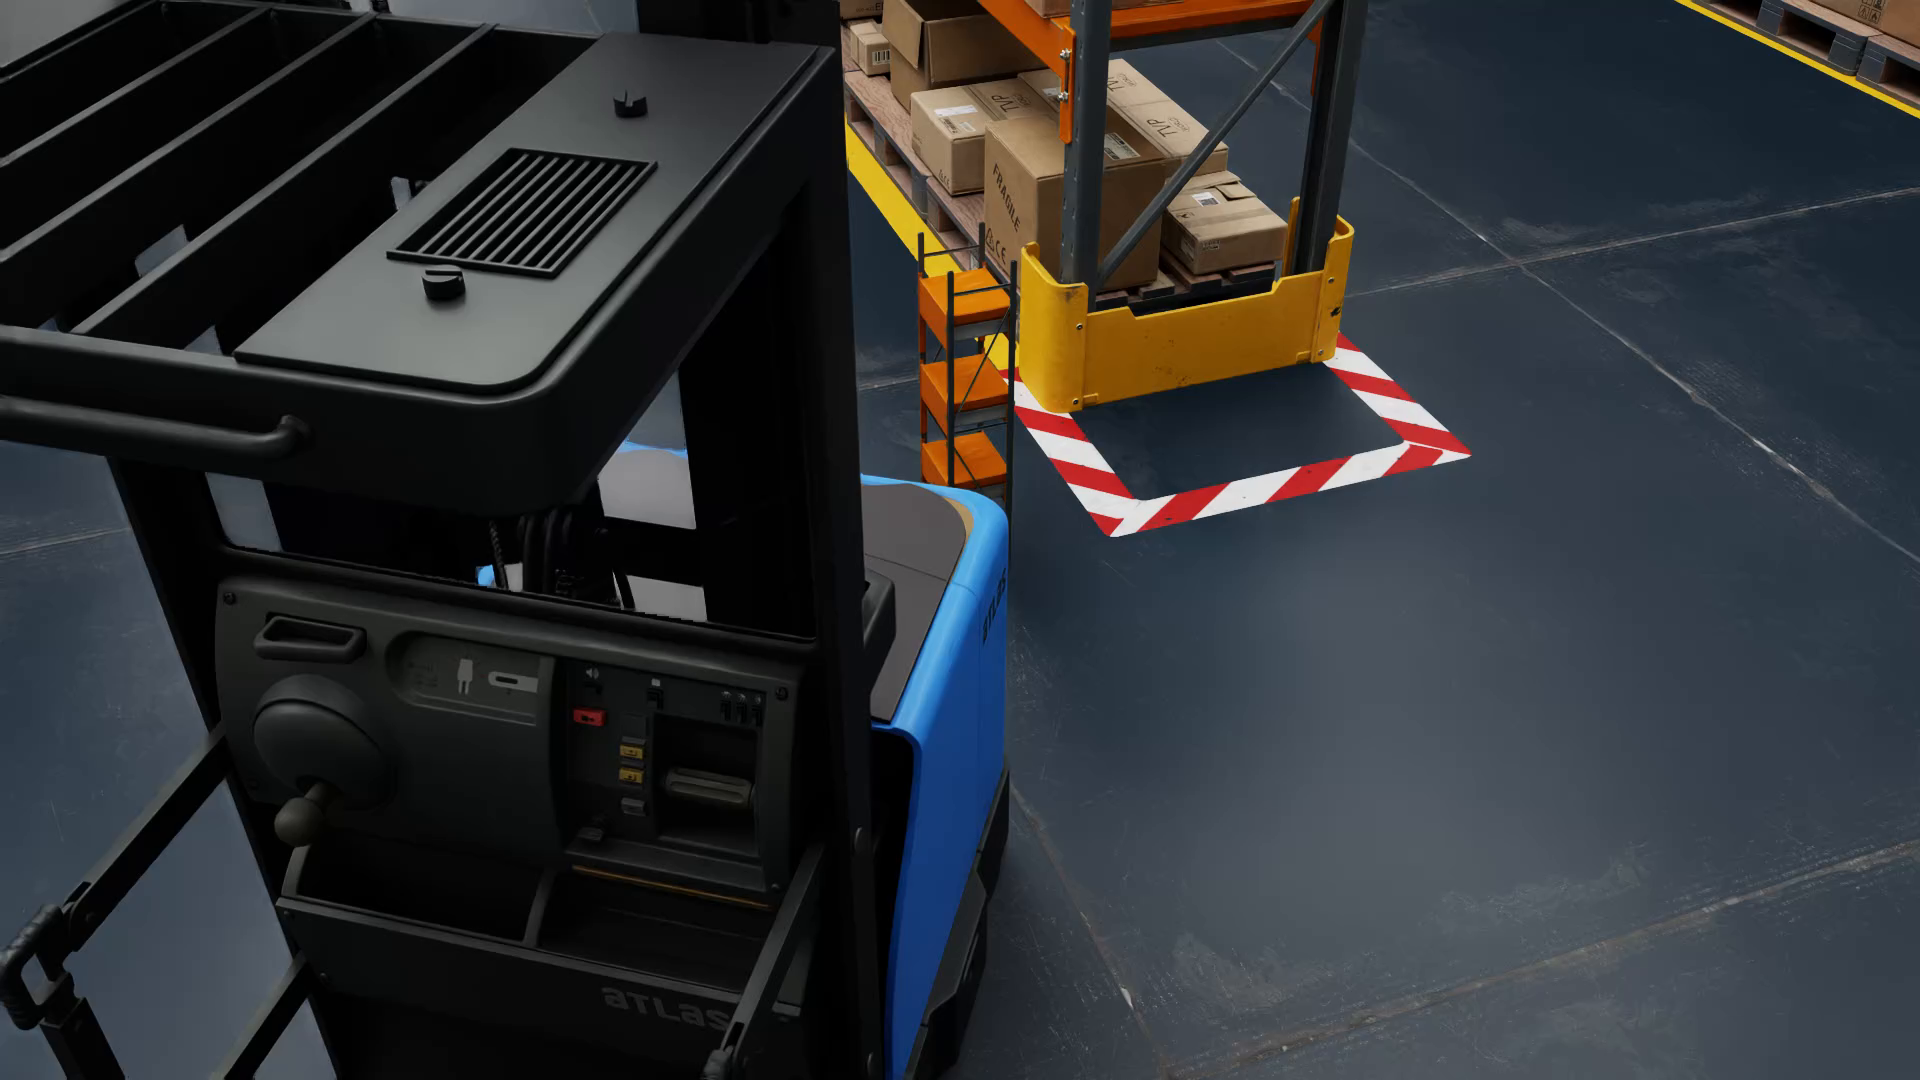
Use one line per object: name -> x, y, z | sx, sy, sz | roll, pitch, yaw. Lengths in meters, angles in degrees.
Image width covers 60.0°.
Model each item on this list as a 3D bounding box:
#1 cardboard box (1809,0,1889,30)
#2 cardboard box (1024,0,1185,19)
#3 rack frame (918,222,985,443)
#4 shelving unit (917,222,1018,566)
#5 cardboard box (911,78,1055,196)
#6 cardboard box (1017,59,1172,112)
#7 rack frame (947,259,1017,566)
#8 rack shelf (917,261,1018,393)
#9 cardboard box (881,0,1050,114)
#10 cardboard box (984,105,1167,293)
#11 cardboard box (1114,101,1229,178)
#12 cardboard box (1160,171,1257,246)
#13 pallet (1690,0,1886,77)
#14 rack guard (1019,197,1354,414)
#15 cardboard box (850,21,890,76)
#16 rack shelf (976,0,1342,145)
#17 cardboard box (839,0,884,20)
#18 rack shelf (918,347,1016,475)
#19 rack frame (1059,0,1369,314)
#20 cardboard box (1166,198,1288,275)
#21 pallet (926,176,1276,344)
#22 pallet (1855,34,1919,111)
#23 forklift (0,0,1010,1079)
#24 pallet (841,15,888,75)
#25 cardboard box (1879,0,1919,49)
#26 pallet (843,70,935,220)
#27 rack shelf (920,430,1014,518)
cardboard box -> 4.798, -2.944, 8.394 | 0.700, 0.500, 0.500 | -14, 39, -17
cardboard box -> 0.419, -2.042, 5.385 | 0.500, 0.500, 0.500 | -11, 38, -15
rack frame -> -0.024, -0.458, 4.985 | 0.200, 1.050, 0.008 | -12, 39, -16
shelving unit -> 0.018, -0.389, 4.894 | 0.215, 1.050, 0.252 | -12, 39, -16
cardboard box -> 0.112, -1.682, 6.910 | 0.500, 0.250, 0.500 | -12, 39, -16
cardboard box -> 0.564, -1.814, 7.085 | 0.500, 0.250, 0.500 | -12, 39, -16
rack frame -> 0.060, -0.320, 4.802 | 0.200, 1.050, 0.008 | -12, 39, -16
rack shelf -> 0.018, -0.607, 4.730 | 0.215, 0.259, 0.240 | -12, 39, -16
cardboard box -> 0.104, -2.184, 7.365 | 0.797, 0.503, 0.637 | -12, 39, -16
cardboard box -> 0.410, -1.239, 6.114 | 0.500, 0.500, 0.500 | -12, 39, -16
cardboard box -> 0.736, -1.532, 6.710 | 0.500, 0.250, 0.500 | -12, 39, -16
cardboard box -> 0.921, -1.299, 6.470 | 0.380, 0.166, 0.250 | -12, 39, -16
pallet -> 4.714, -2.843, 8.849 | 1.003, 0.211, 1.213 | -12, 39, -16
rack guard -> 0.803, -0.850, 5.963 | 1.175, 0.500, 0.348 | -12, 39, -16
cardboard box -> -0.299, -2.341, 7.854 | 0.380, 0.166, 0.250 | -12, 39, -16
rack shelf -> 0.141, -2.648, 6.871 | 1.077, 0.370, 4.000 | -12, 39, -16
cardboard box -> -0.606, -2.885, 8.457 | 0.500, 0.311, 0.500 | -12, 39, -16
rack shelf -> 0.018, -0.381, 4.900 | 0.215, 0.259, 0.240 | -12, 39, -16
rack frame -> 0.829, -1.806, 5.154 | 1.000, 3.000, 0.127 | -12, 39, -16
cardboard box -> 1.007, -1.151, 6.288 | 0.380, 0.149, 0.250 | -12, 39, -16
pallet -> 0.527, -1.185, 6.648 | 1.003, 0.211, 1.213 | -12, 39, -16
pallet -> 5.130, -2.155, 7.936 | 1.003, 0.211, 1.213 | -12, 39, -16
forklift -> -0.735, 0.375, 2.316 | 1.130, 2.935, 3.031 | 9, 38, 11
pallet -> -0.312, -2.563, 8.478 | 1.003, 0.211, 1.213 | -12, 39, -16
cardboard box -> 4.972, -2.660, 8.017 | 0.700, 0.500, 0.500 | -13, 39, -16
pallet -> 0.111, -1.873, 7.562 | 1.003, 0.211, 1.213 | -12, 39, -16
rack shelf -> 0.018, -0.159, 5.068 | 0.215, 0.259, 0.240 | -12, 39, -16
